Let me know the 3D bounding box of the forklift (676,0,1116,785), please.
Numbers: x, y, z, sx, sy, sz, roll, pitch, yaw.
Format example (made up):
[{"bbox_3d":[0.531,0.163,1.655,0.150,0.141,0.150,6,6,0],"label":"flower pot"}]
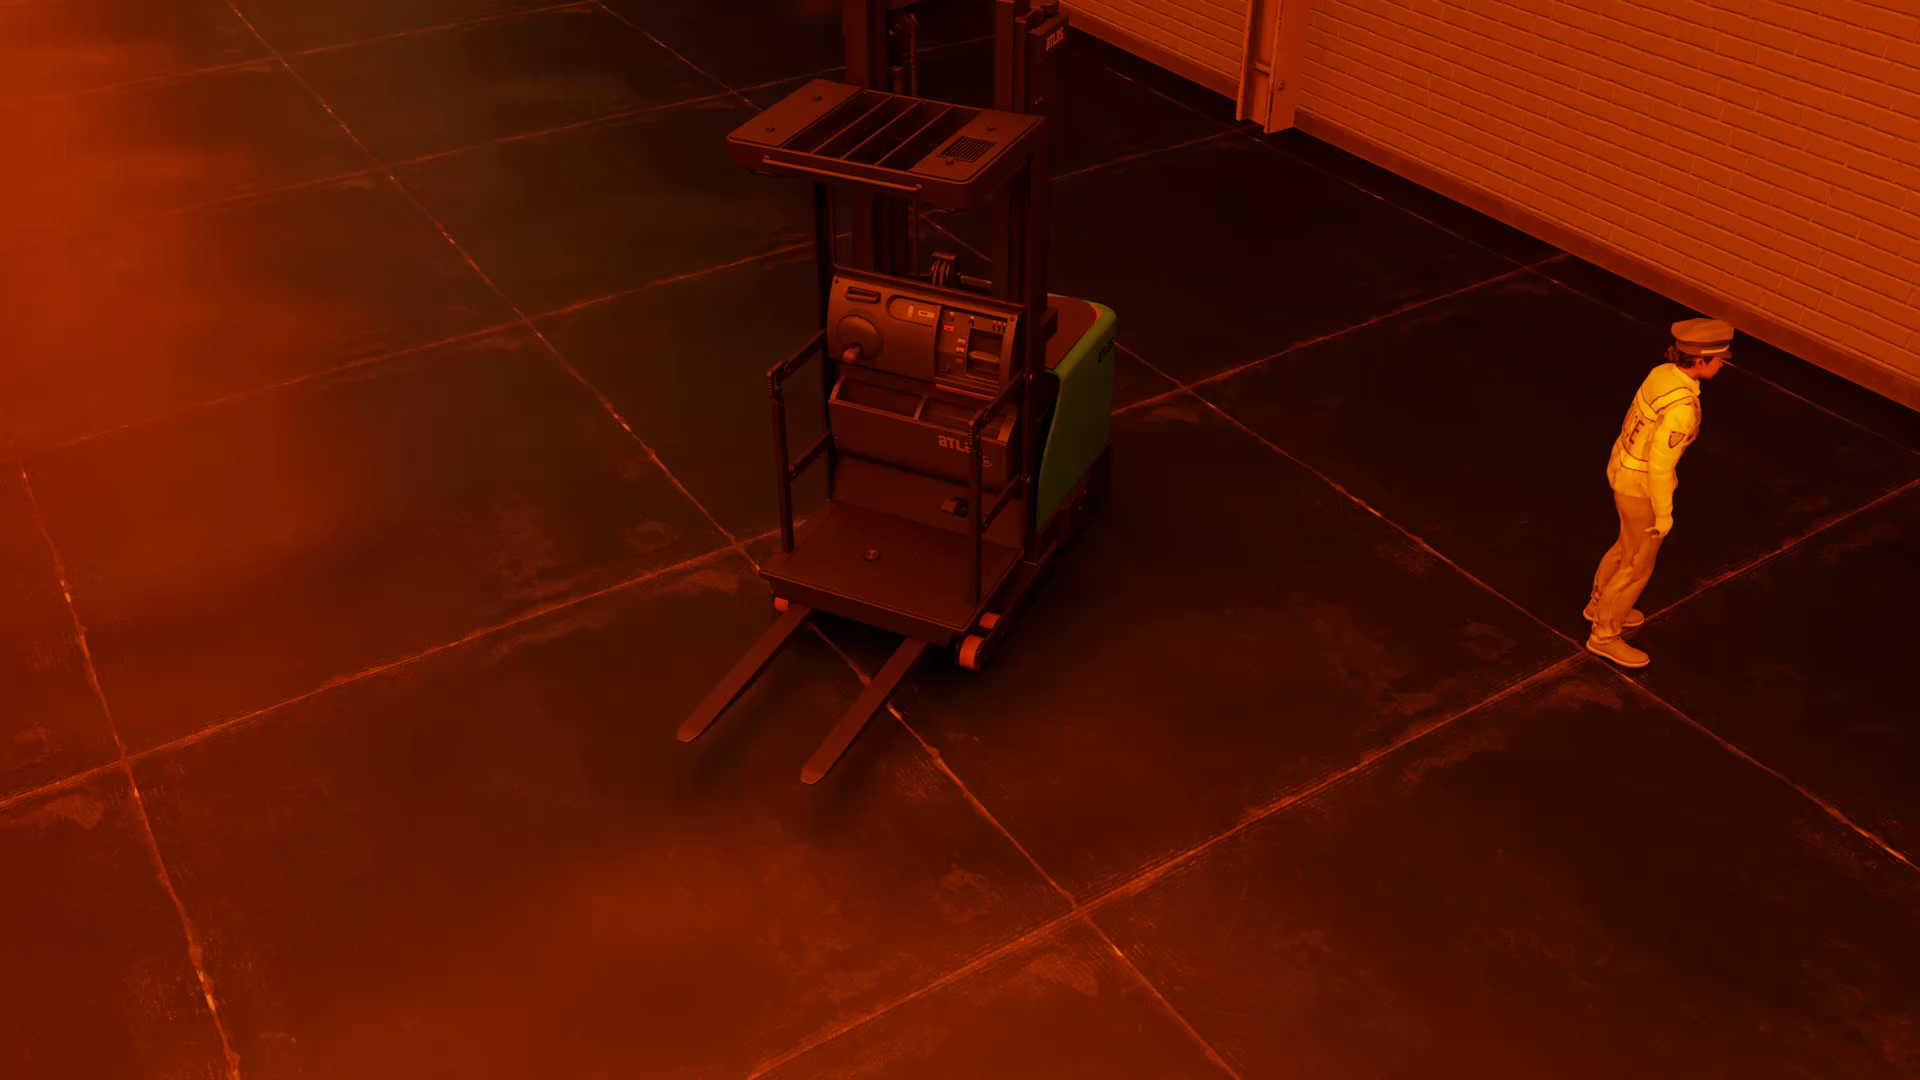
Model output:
[{"bbox_3d":[-0.267,-0.874,7.392,1.130,2.935,3.031,15,38,20],"label":"forklift"}]

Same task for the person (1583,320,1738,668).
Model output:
[{"bbox_3d":[3.146,-0.232,7.582,0.379,1.663,0.535,9,36,12],"label":"person"}]
